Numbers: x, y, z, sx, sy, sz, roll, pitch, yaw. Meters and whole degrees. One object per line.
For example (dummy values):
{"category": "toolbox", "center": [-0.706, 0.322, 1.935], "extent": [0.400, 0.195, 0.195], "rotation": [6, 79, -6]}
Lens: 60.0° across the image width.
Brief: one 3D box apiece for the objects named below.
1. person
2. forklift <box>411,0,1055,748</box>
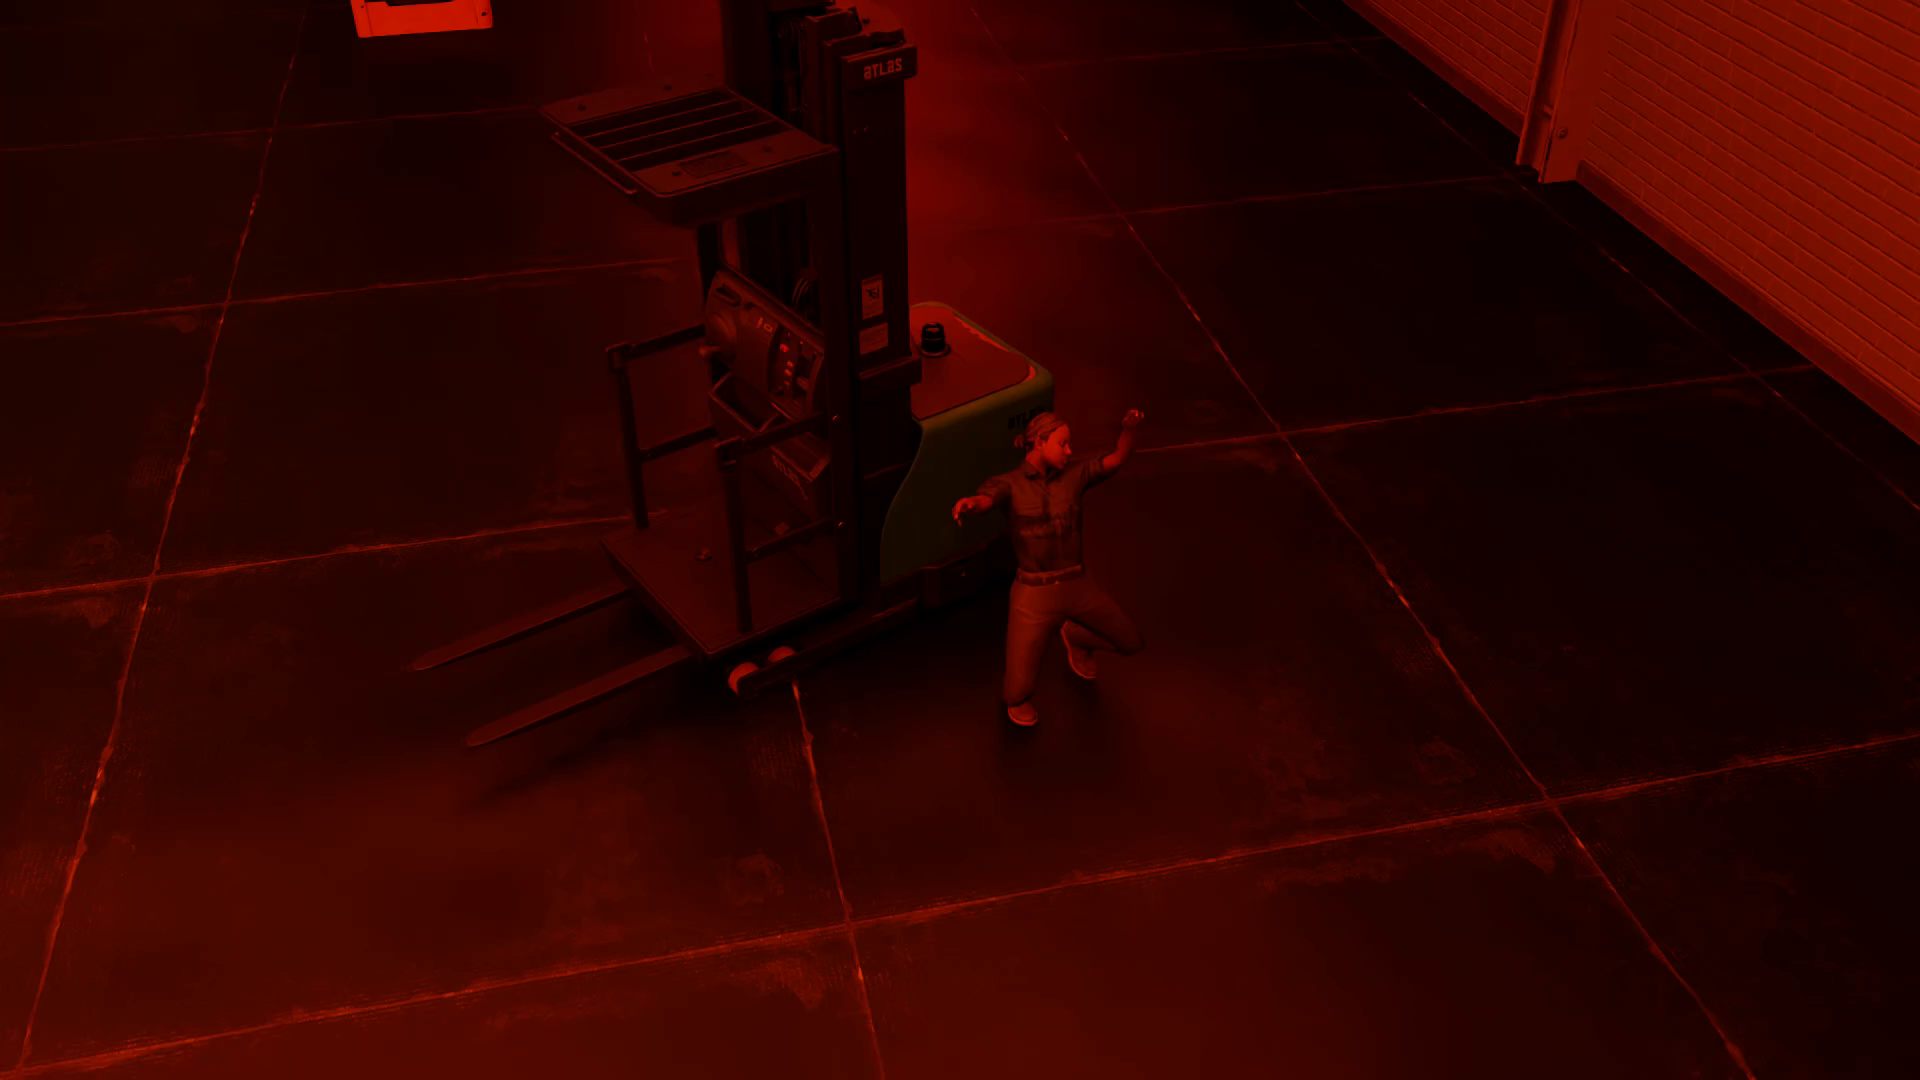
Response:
{"category": "person", "center": [0.276, 0.115, 7.018], "extent": [0.942, 1.587, 0.641], "rotation": [-18, 39, -23]}
{"category": "forklift", "center": [-1.030, -0.818, 7.187], "extent": [3.031, 2.935, 1.130], "rotation": [-23, 42, -29]}
